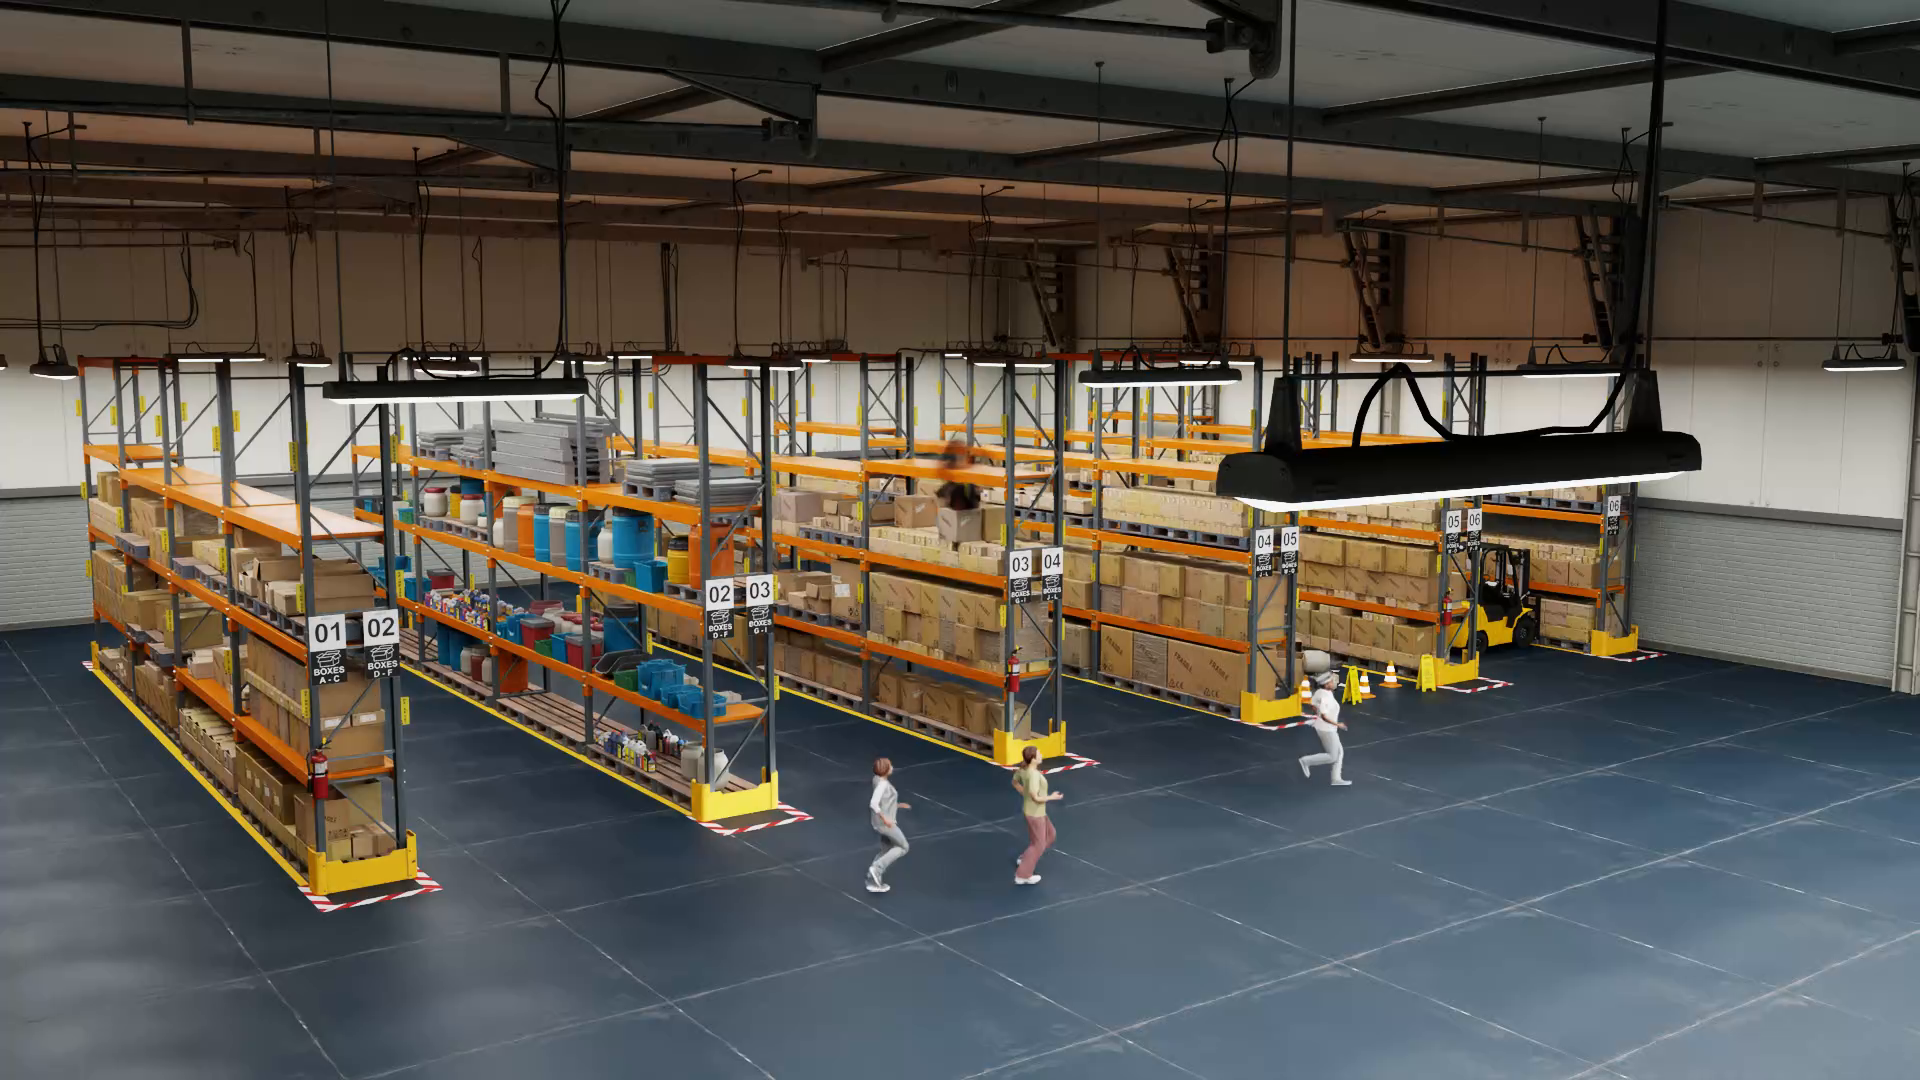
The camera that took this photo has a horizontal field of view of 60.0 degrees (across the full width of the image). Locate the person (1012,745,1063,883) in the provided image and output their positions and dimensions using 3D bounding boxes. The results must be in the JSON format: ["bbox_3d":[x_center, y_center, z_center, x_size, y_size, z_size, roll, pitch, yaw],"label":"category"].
[{"bbox_3d":[0.906,3.172,19.305,0.549,1.628,0.567,-1,7,-9],"label":"person"}]

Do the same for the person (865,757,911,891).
[{"bbox_3d":[-0.820,3.253,19.042,0.549,1.559,0.522,-2,7,-16],"label":"person"}]

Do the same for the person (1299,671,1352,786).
[{"bbox_3d":[5.171,2.670,23.533,0.773,1.657,0.593,0,7,1],"label":"person"}]
